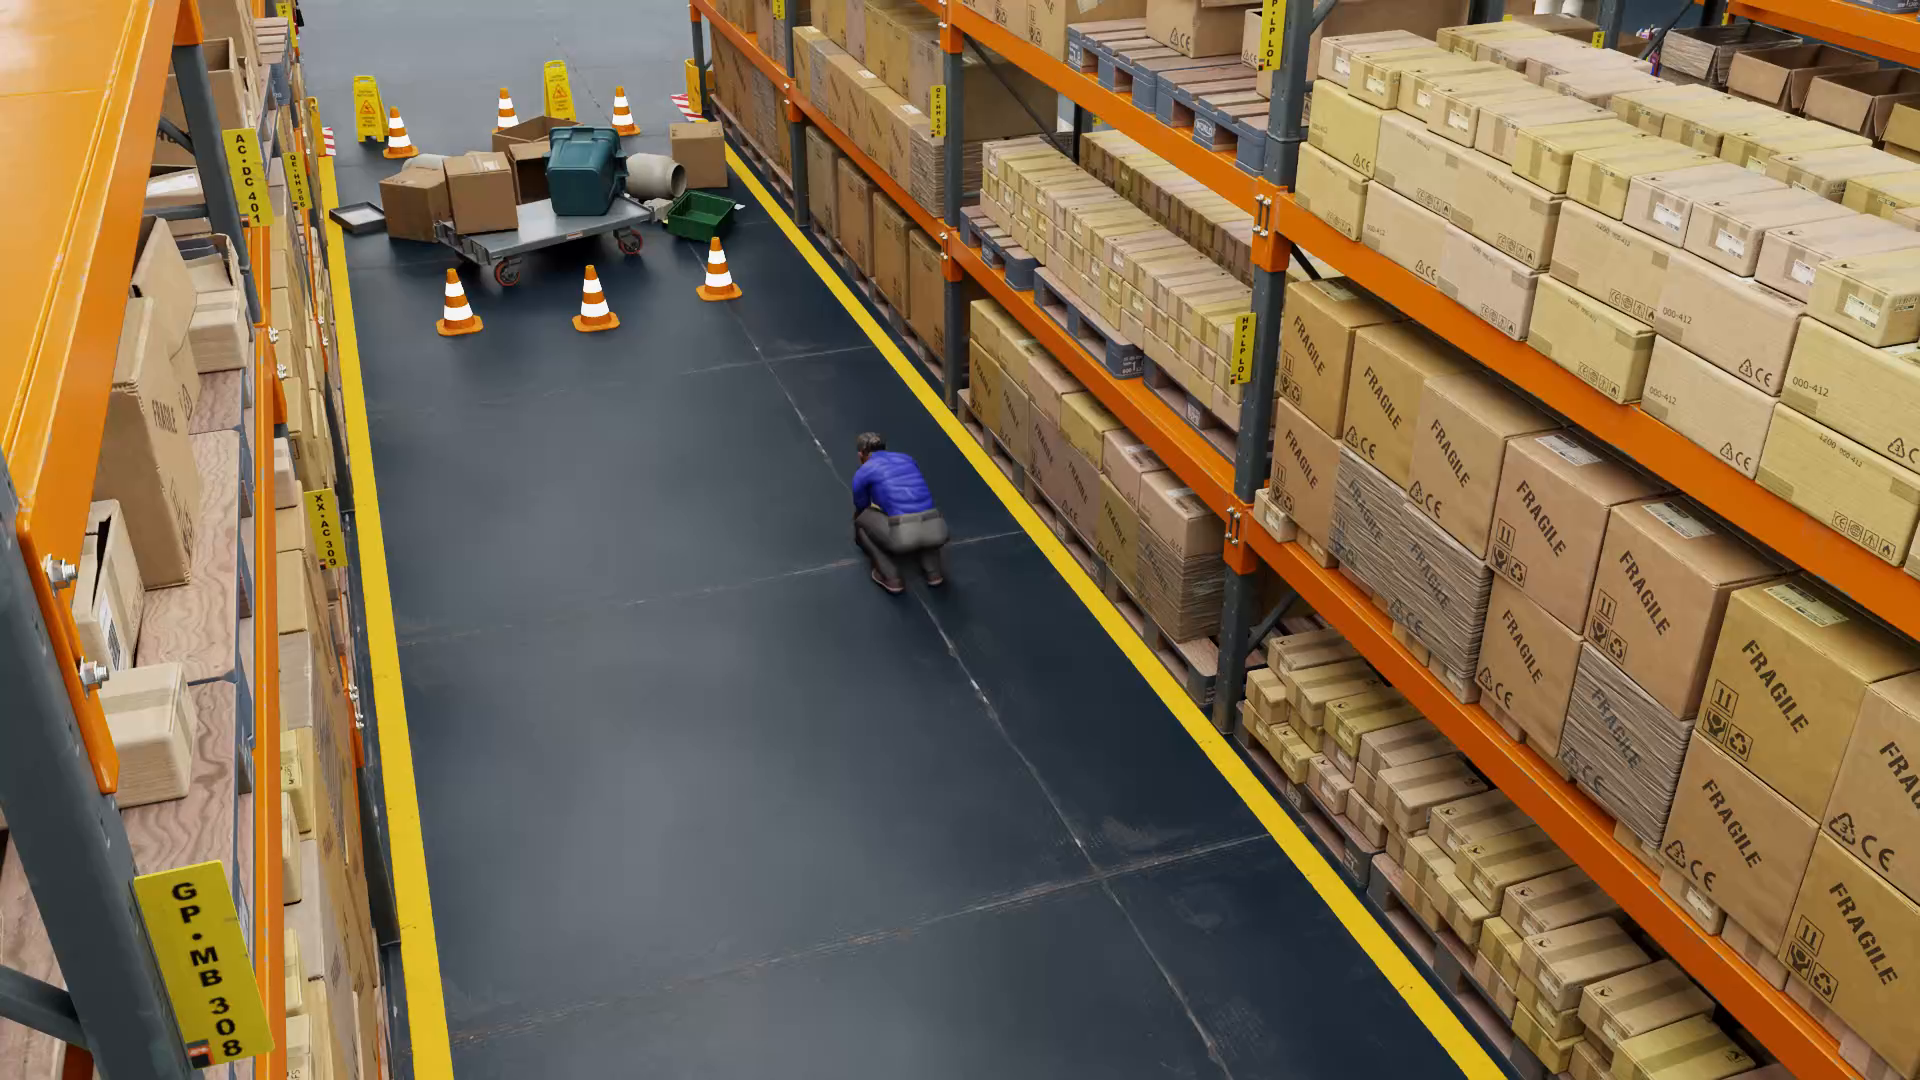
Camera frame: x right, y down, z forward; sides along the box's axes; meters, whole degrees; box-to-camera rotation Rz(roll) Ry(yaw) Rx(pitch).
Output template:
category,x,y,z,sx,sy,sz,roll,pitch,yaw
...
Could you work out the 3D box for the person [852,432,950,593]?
category,x,y,z,sx,sy,sz,roll,pitch,yaw
person,-0.359,-0.134,9.563,0.474,0.817,0.830,-11,32,-18
